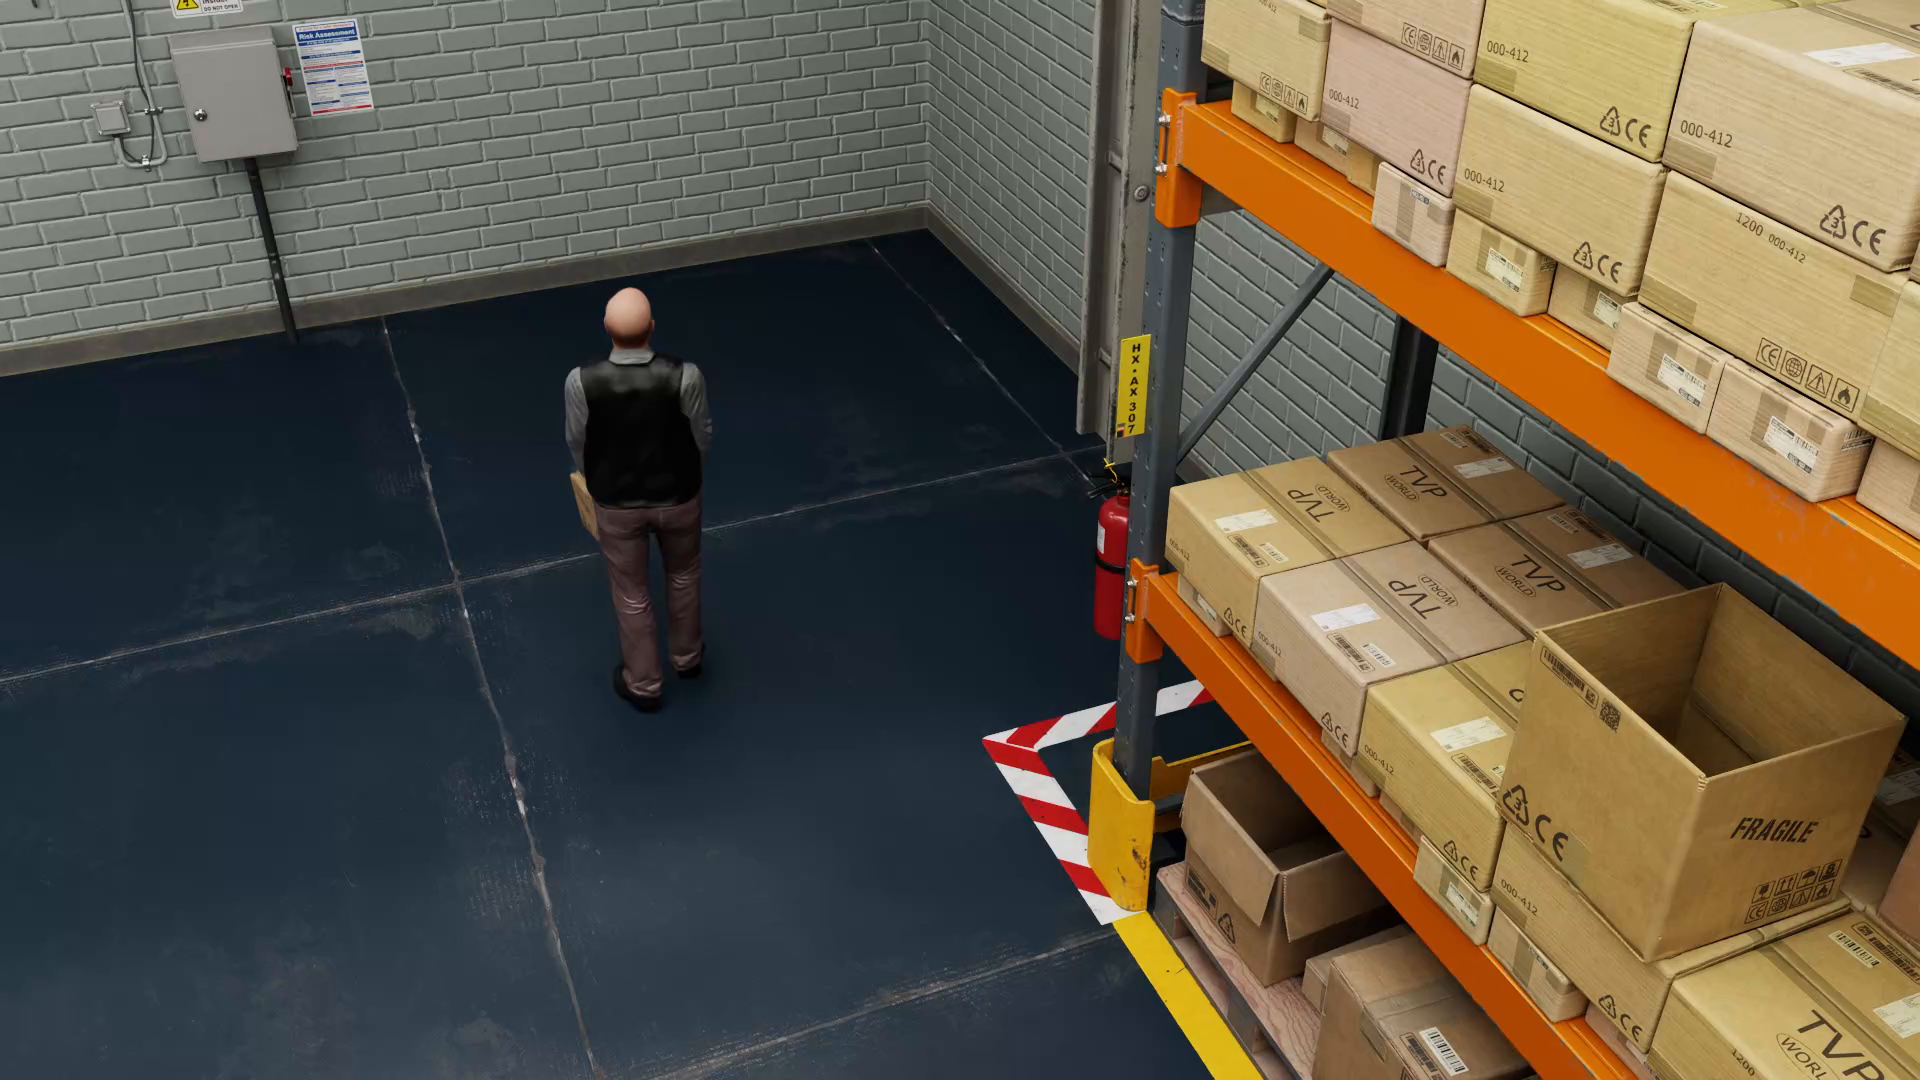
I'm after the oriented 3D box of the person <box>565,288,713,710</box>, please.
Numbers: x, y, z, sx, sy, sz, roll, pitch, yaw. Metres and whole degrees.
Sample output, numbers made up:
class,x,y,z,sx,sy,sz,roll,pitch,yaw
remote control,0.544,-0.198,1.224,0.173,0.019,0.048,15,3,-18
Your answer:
class,x,y,z,sx,sy,sz,roll,pitch,yaw
person,-1.203,-0.158,6.405,0.548,1.721,0.509,-6,34,-9
